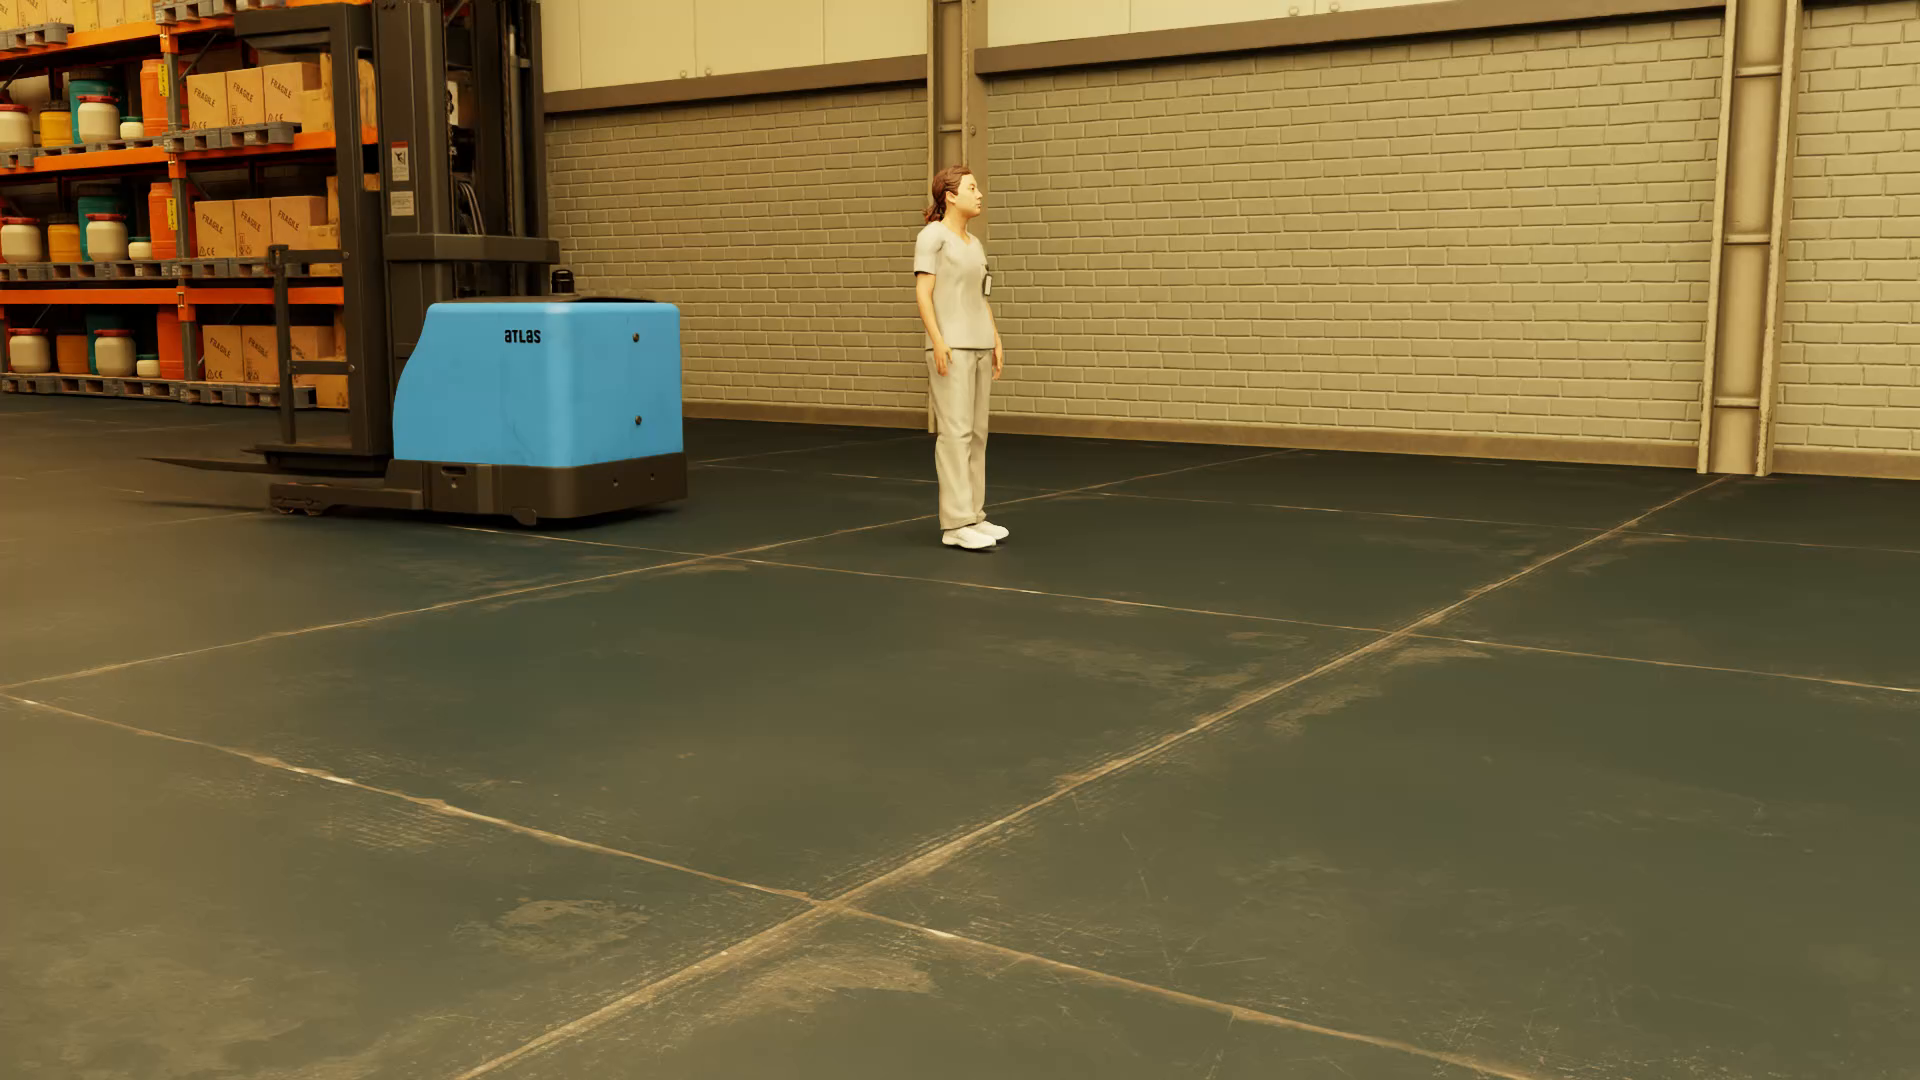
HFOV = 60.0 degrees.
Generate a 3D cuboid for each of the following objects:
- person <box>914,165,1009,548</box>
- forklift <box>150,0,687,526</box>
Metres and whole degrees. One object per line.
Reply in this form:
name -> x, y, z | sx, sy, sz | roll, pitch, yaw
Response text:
person -> 0.053, -0.829, 7.433 | 0.549, 1.675, 0.549 | 5, 10, 34
forklift -> -2.977, -1.633, 8.678 | 3.031, 2.935, 1.130 | 4, 9, 25
